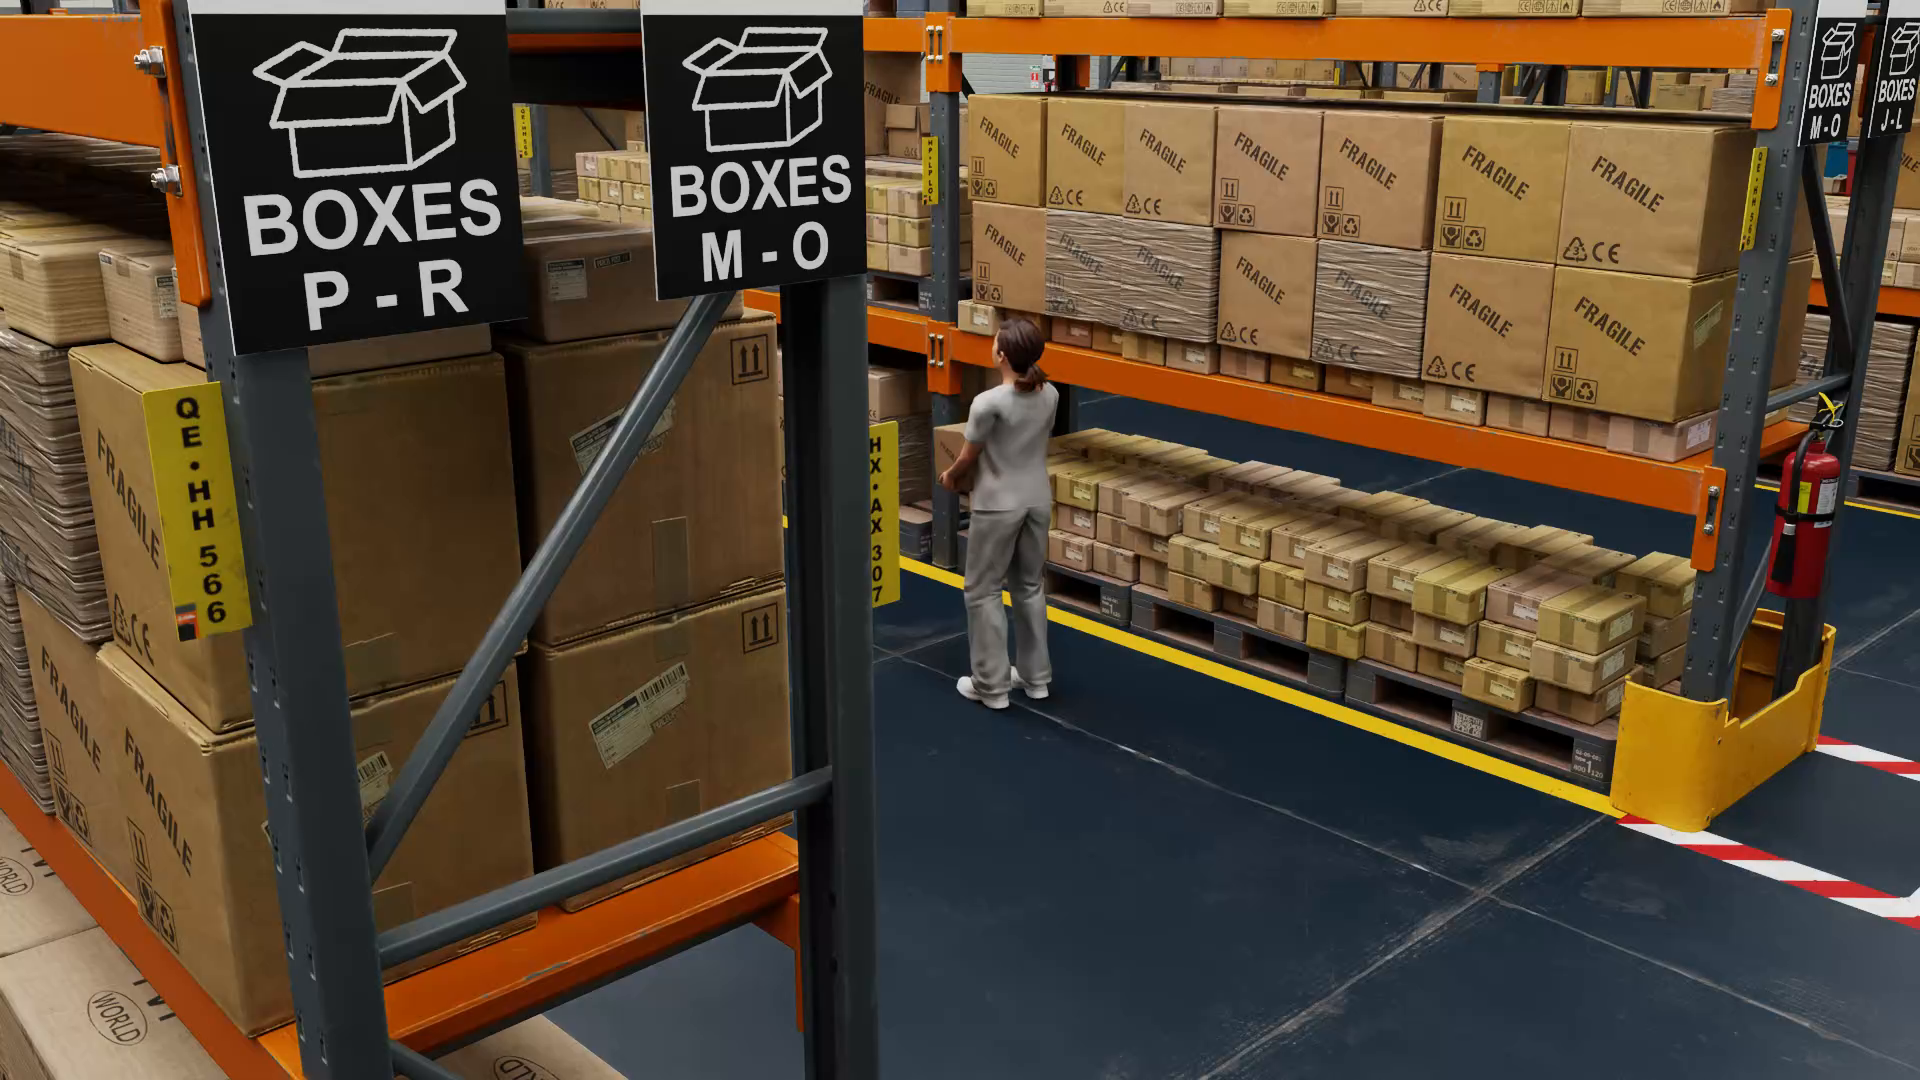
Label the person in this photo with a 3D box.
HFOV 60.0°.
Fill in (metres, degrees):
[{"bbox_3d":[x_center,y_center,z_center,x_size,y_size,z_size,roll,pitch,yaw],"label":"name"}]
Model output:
[{"bbox_3d":[0.170,-0.130,6.981,0.439,1.663,0.551,-11,21,-32],"label":"person"}]
